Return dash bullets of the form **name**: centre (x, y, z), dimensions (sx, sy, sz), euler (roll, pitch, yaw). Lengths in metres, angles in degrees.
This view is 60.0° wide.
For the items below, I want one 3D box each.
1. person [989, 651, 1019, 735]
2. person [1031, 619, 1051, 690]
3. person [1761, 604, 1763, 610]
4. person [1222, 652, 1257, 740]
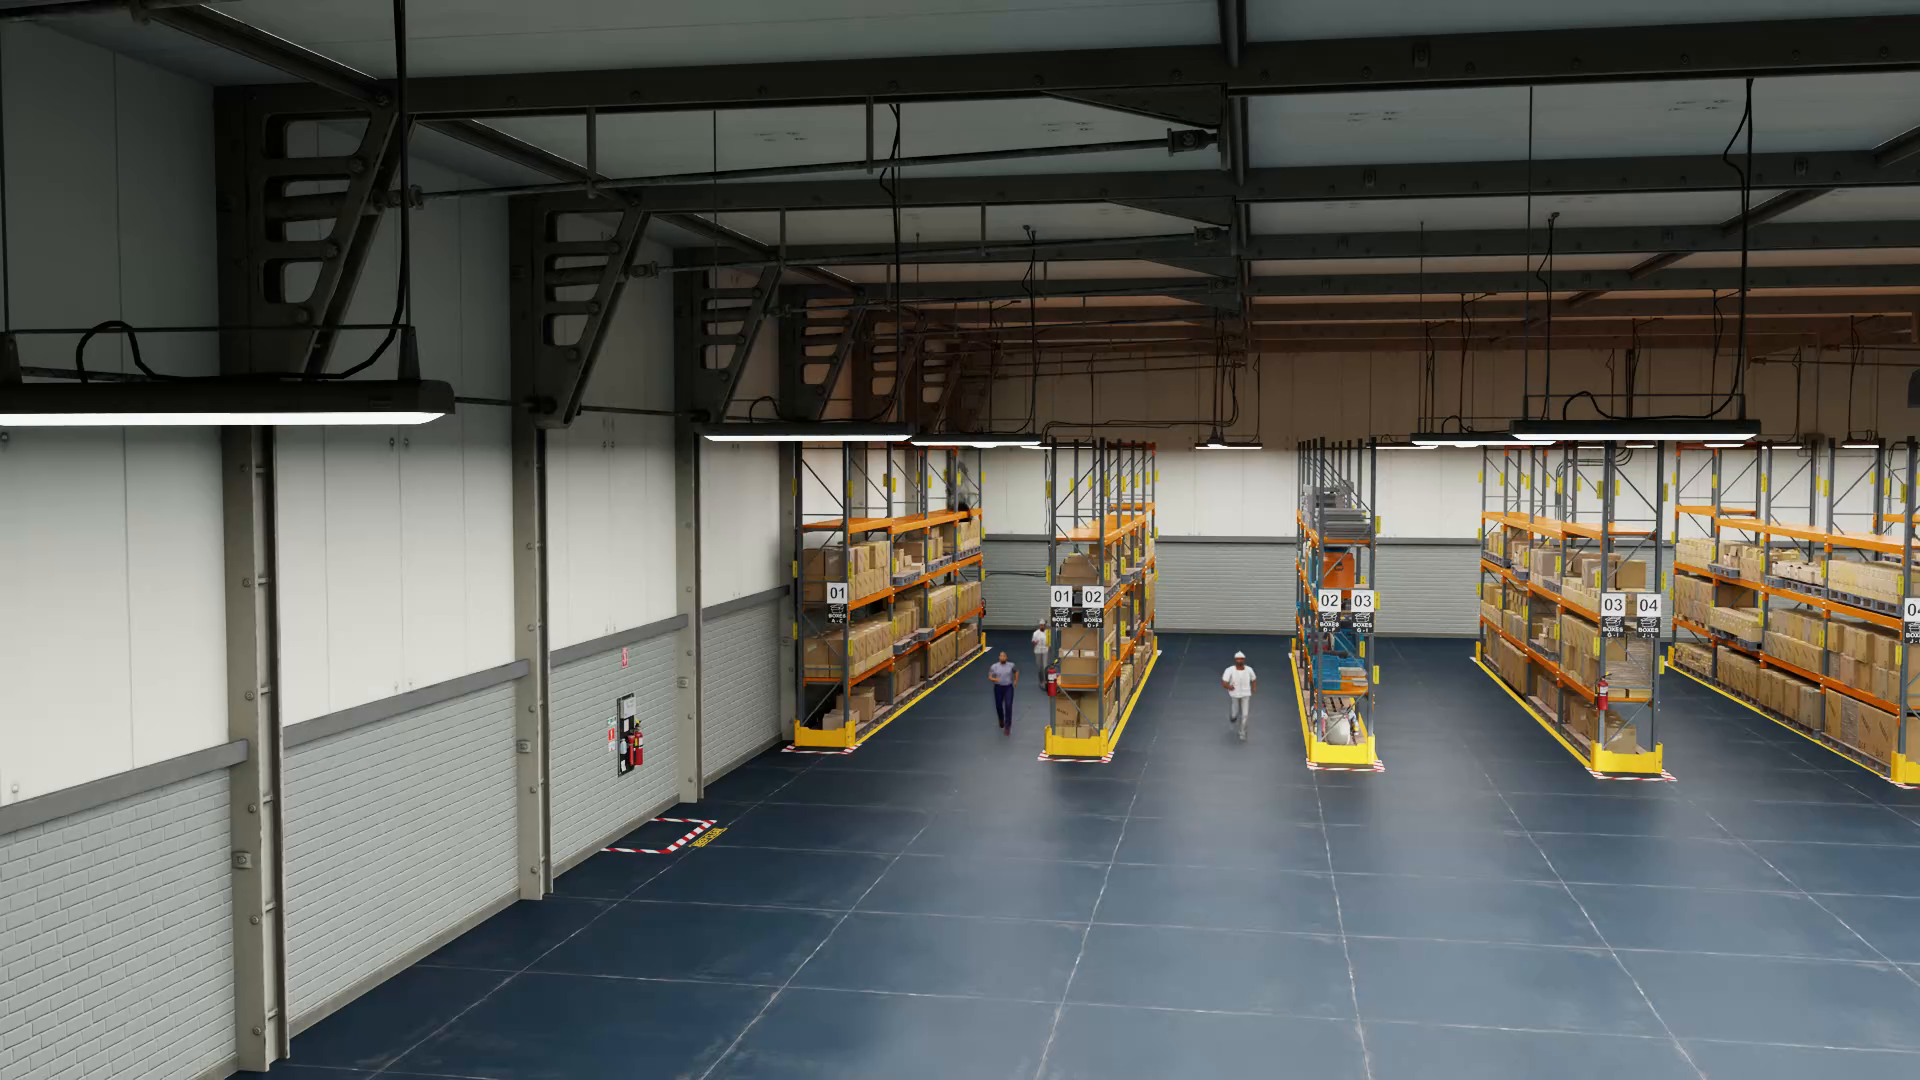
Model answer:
- **person**: centre (0.888, 3.085, 33.907), dimensions (0.598, 1.658, 0.912), euler (0, 3, 4)
- **person**: centre (1.991, 2.764, 40.075), dimensions (0.553, 1.742, 0.681), euler (1, 3, 12)
- **person**: centre (21.132, 2.536, 43.918), dimensions (0.684, 1.776, 0.749), euler (0, 3, 0)
- **person**: centre (5.588, 3.103, 33.187), dimensions (0.711, 1.730, 0.780), euler (0, 3, 1)
